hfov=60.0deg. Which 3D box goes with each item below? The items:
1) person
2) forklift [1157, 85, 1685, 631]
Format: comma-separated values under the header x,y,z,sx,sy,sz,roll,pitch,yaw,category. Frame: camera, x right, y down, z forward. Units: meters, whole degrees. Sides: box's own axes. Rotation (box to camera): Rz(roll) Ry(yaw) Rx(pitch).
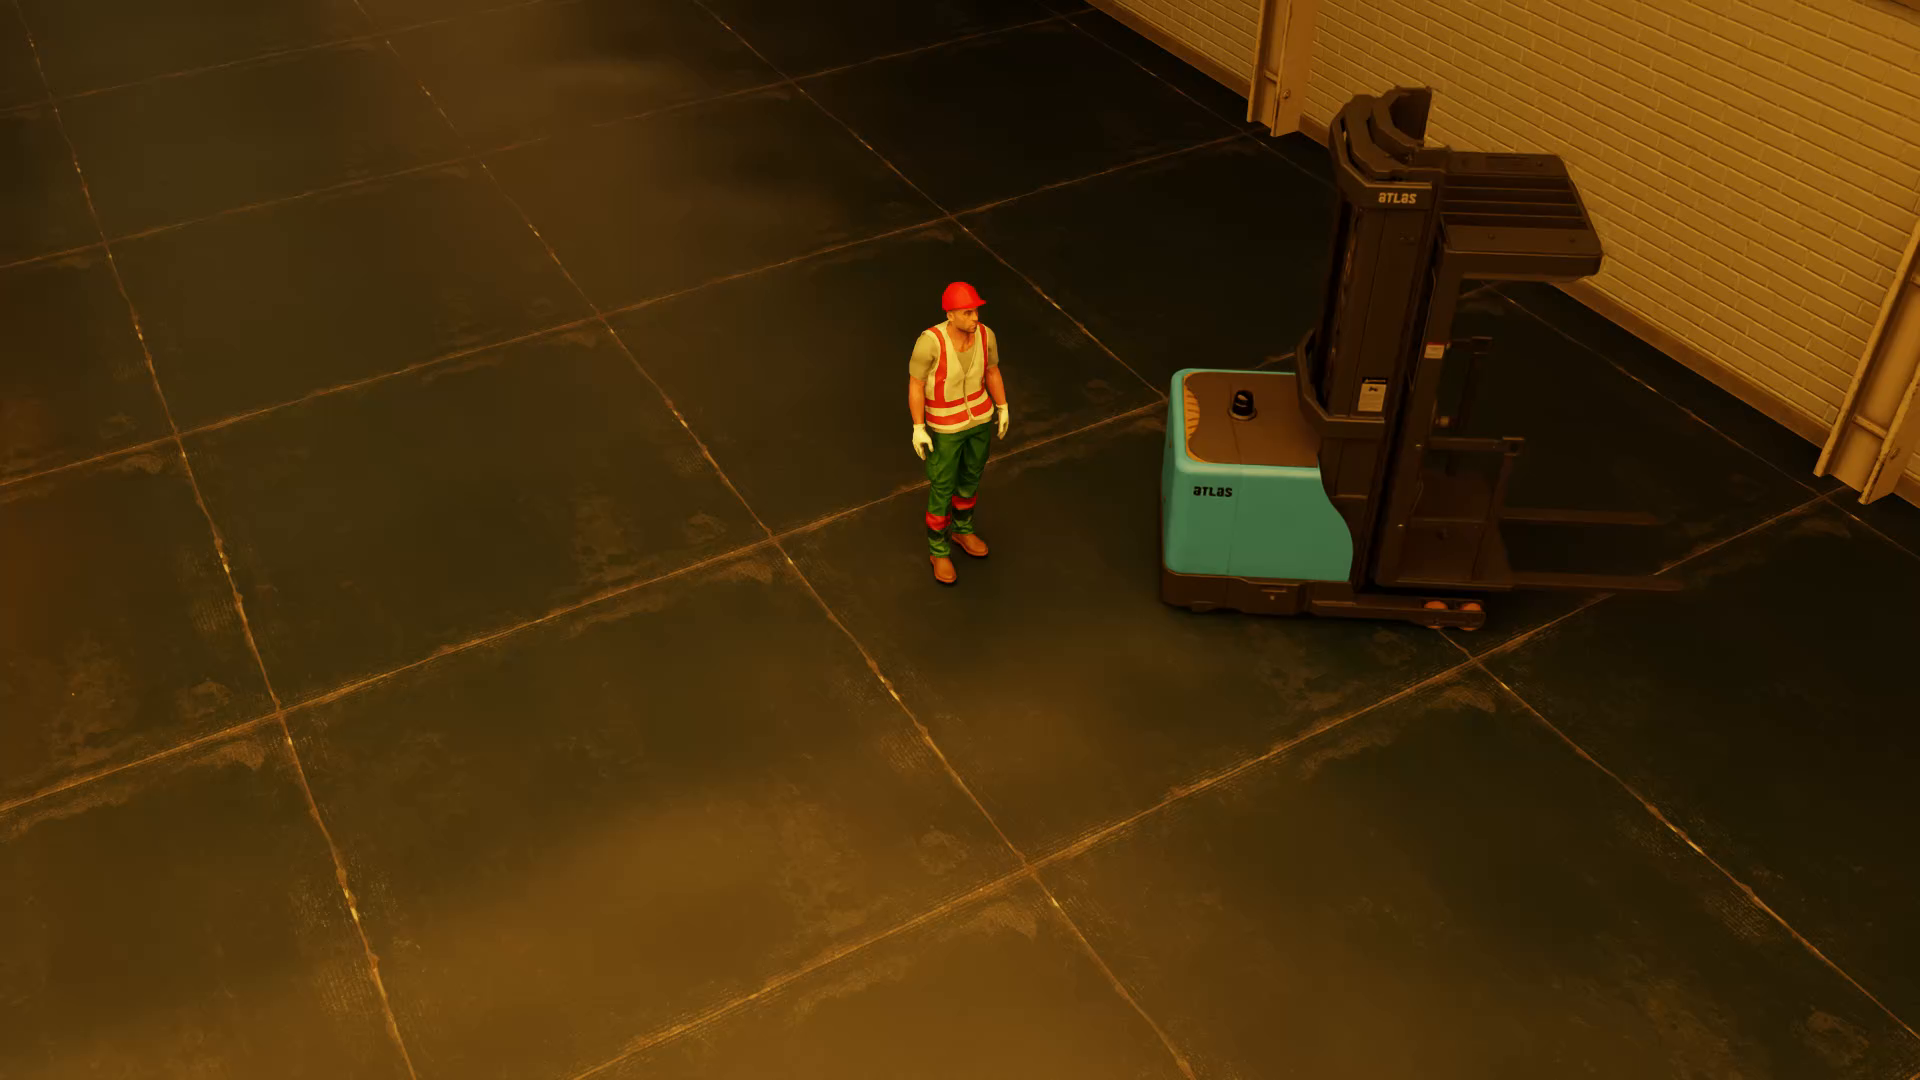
x,y,z,sx,sy,sz,roll,pitch,yaw,category
0.029,-0.646,9.698,0.637,1.788,0.563,-20,44,-23,person
2.722,-0.954,9.187,3.031,2.935,1.130,3,40,3,forklift
